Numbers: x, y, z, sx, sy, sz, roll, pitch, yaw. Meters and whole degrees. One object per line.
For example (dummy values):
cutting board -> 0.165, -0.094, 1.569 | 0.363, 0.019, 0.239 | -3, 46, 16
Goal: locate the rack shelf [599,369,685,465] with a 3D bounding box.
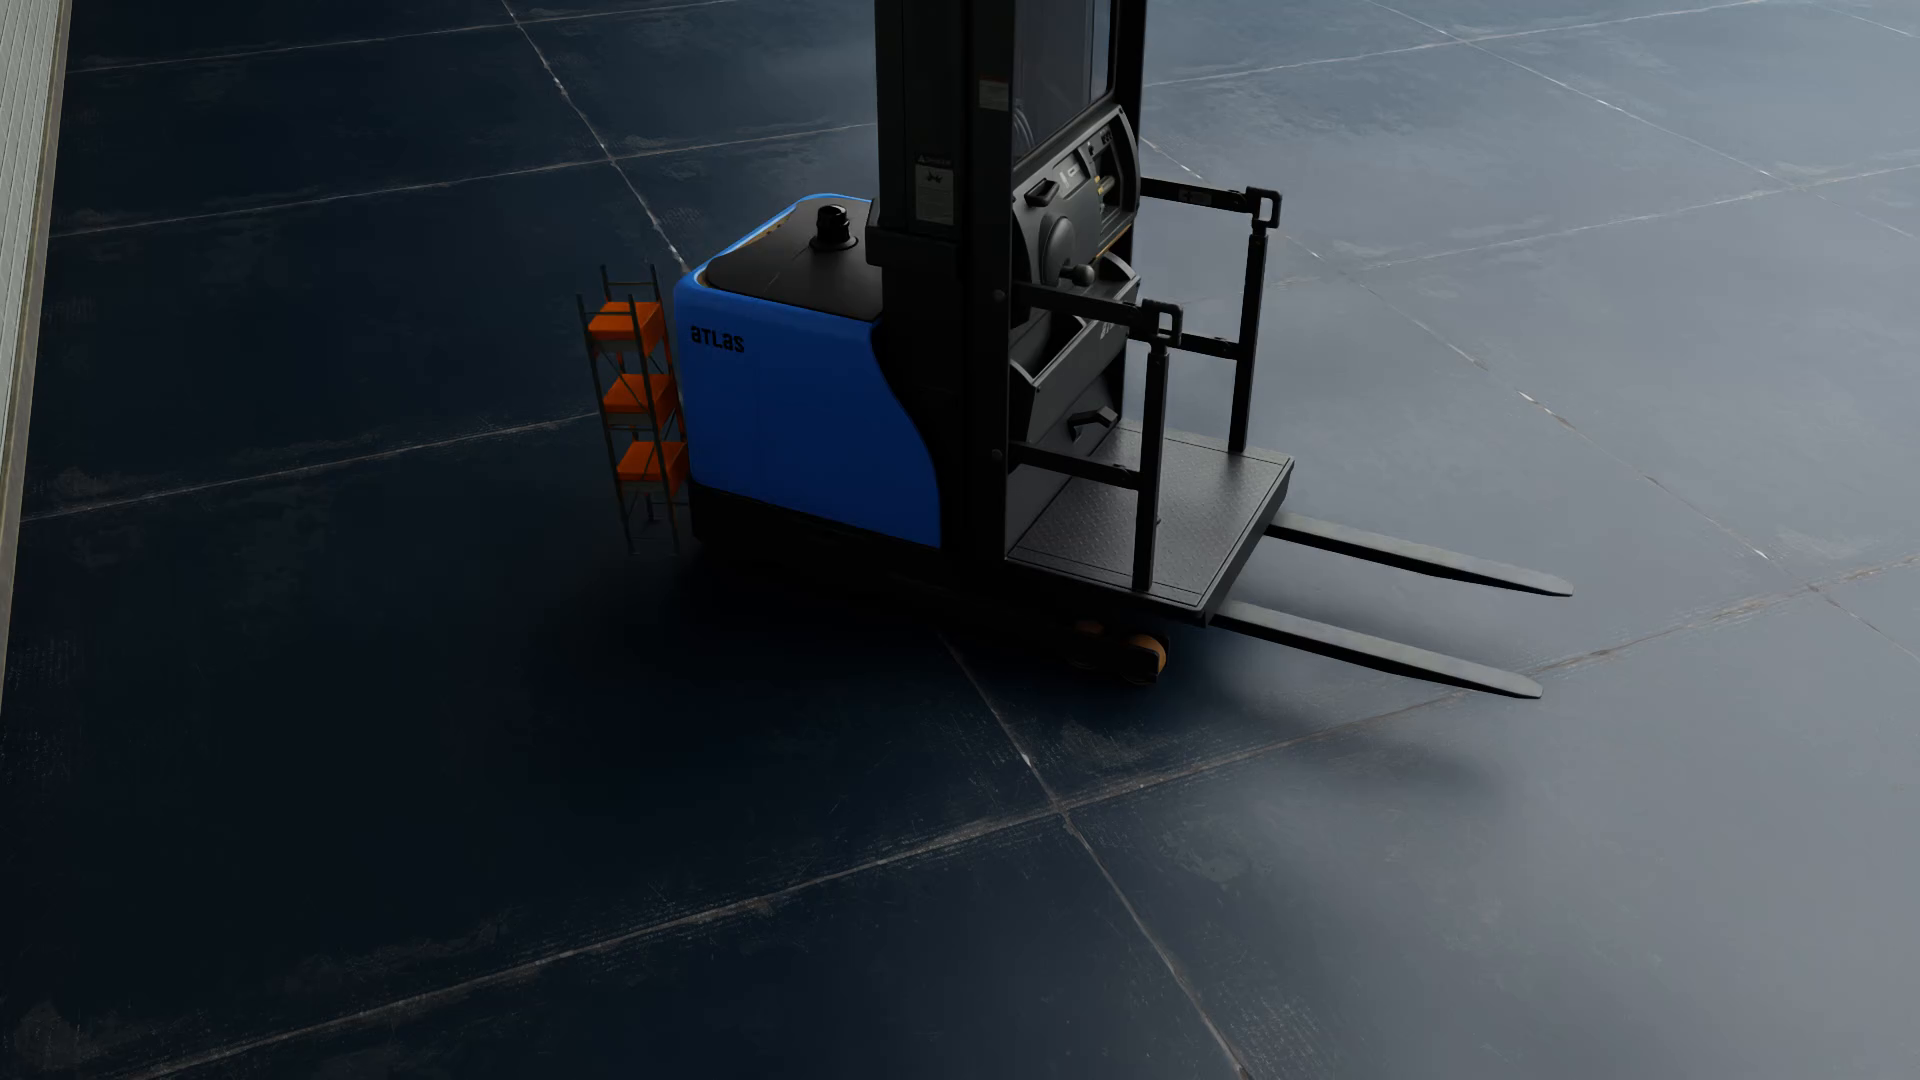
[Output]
rack shelf -> -1.142, -0.443, 5.975 | 0.215, 0.259, 0.240 | 2, 33, 9

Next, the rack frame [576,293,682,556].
rack frame -> -1.161, -0.386, 5.868 | 0.200, 1.050, 0.008 | 2, 33, 9

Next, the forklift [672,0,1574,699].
forklift -> 0.562, -1.080, 5.223 | 3.031, 2.935, 1.130 | 15, 36, 21

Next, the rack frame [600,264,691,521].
rack frame -> -1.124, -0.518, 6.071 | 0.200, 1.050, 0.008 | 2, 33, 9

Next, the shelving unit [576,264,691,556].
shelving unit -> -1.142, -0.452, 5.970 | 0.215, 1.050, 0.252 | 2, 33, 9

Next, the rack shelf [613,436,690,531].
rack shelf -> -1.123, -0.209, 6.124 | 0.215, 0.259, 0.240 | 2, 33, 9

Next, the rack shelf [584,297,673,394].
rack shelf -> -1.160, -0.682, 5.824 | 0.215, 0.259, 0.240 | 2, 33, 9
